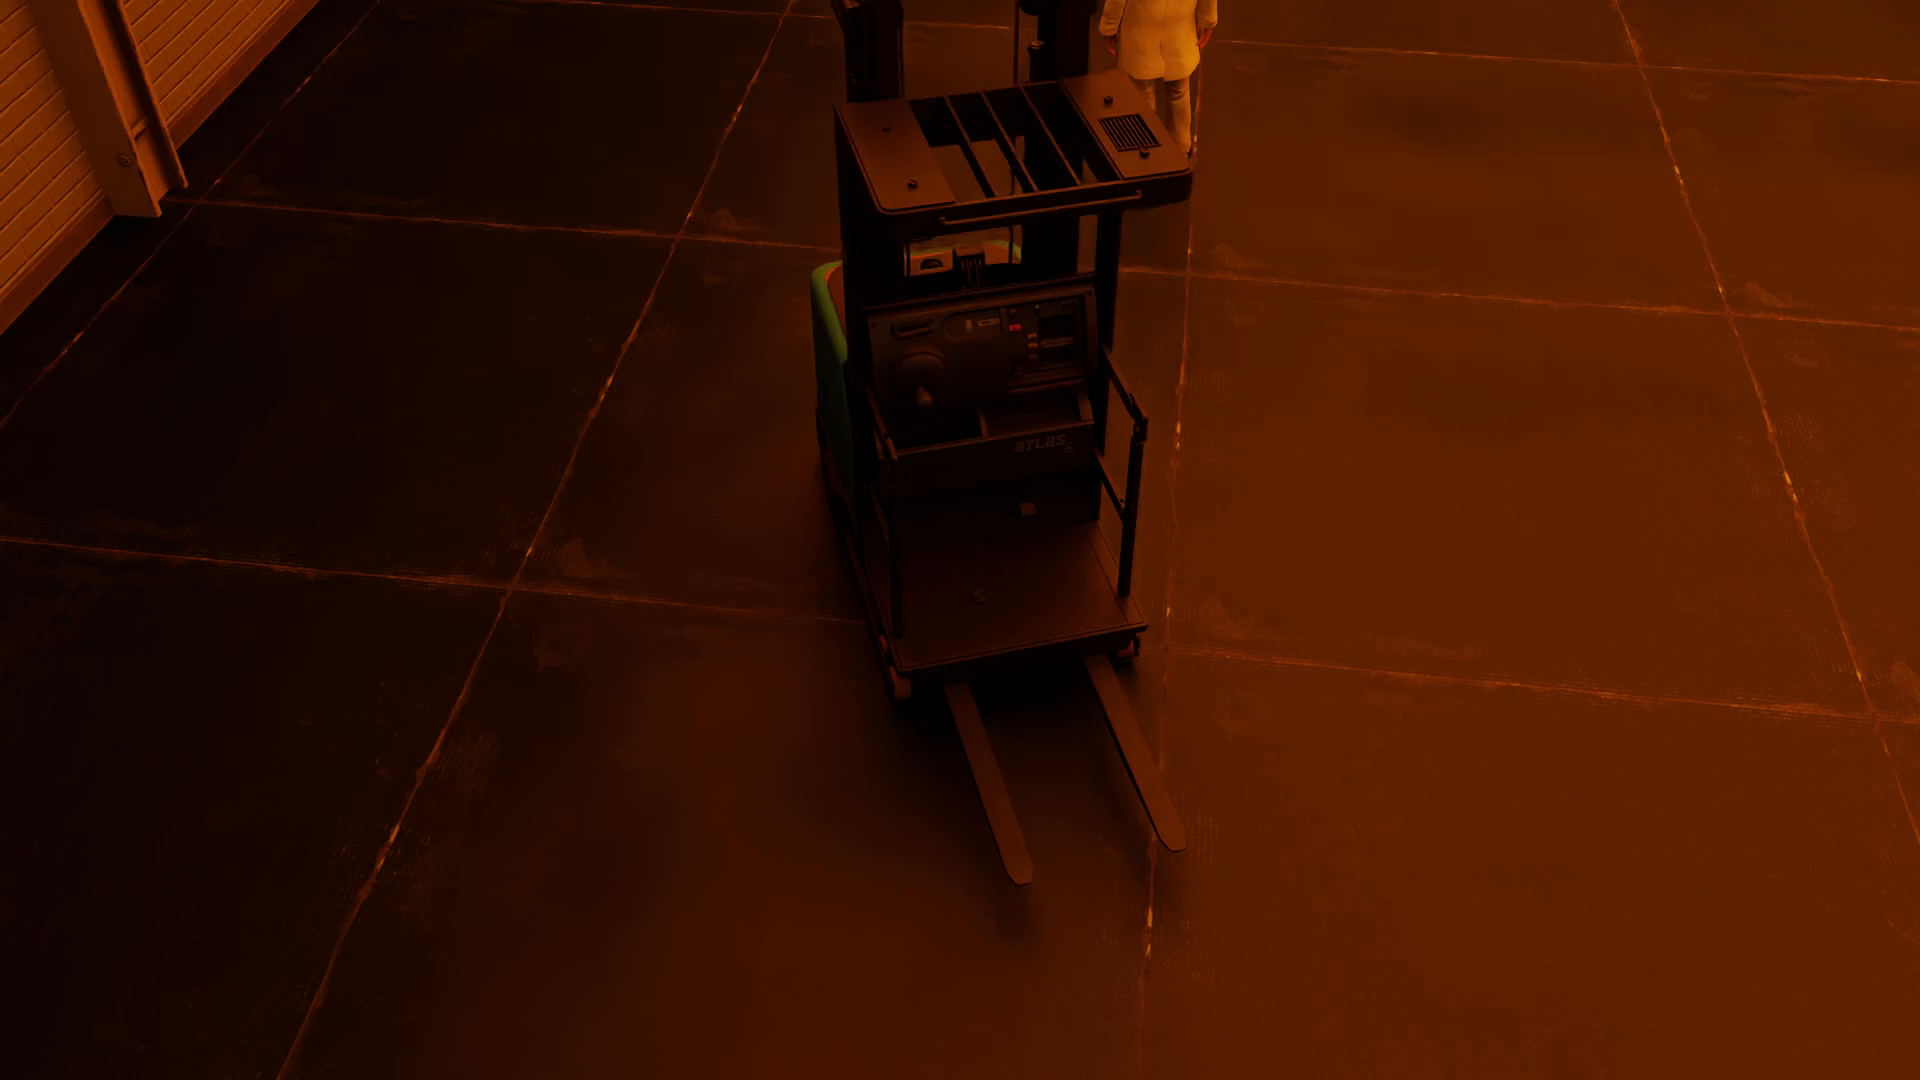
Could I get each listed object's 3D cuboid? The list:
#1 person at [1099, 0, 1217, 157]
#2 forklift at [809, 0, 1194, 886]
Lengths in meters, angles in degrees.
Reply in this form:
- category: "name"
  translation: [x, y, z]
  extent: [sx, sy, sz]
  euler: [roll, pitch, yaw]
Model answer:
- category: "person"
  translation: [1.163, -3.047, 9.883]
  extent: [0.698, 1.779, 0.578]
  euler: [-2, 43, -2]
- category: "forklift"
  translation: [0.153, -0.681, 6.465]
  extent: [1.130, 2.935, 3.031]
  euler: [-10, 44, -11]
